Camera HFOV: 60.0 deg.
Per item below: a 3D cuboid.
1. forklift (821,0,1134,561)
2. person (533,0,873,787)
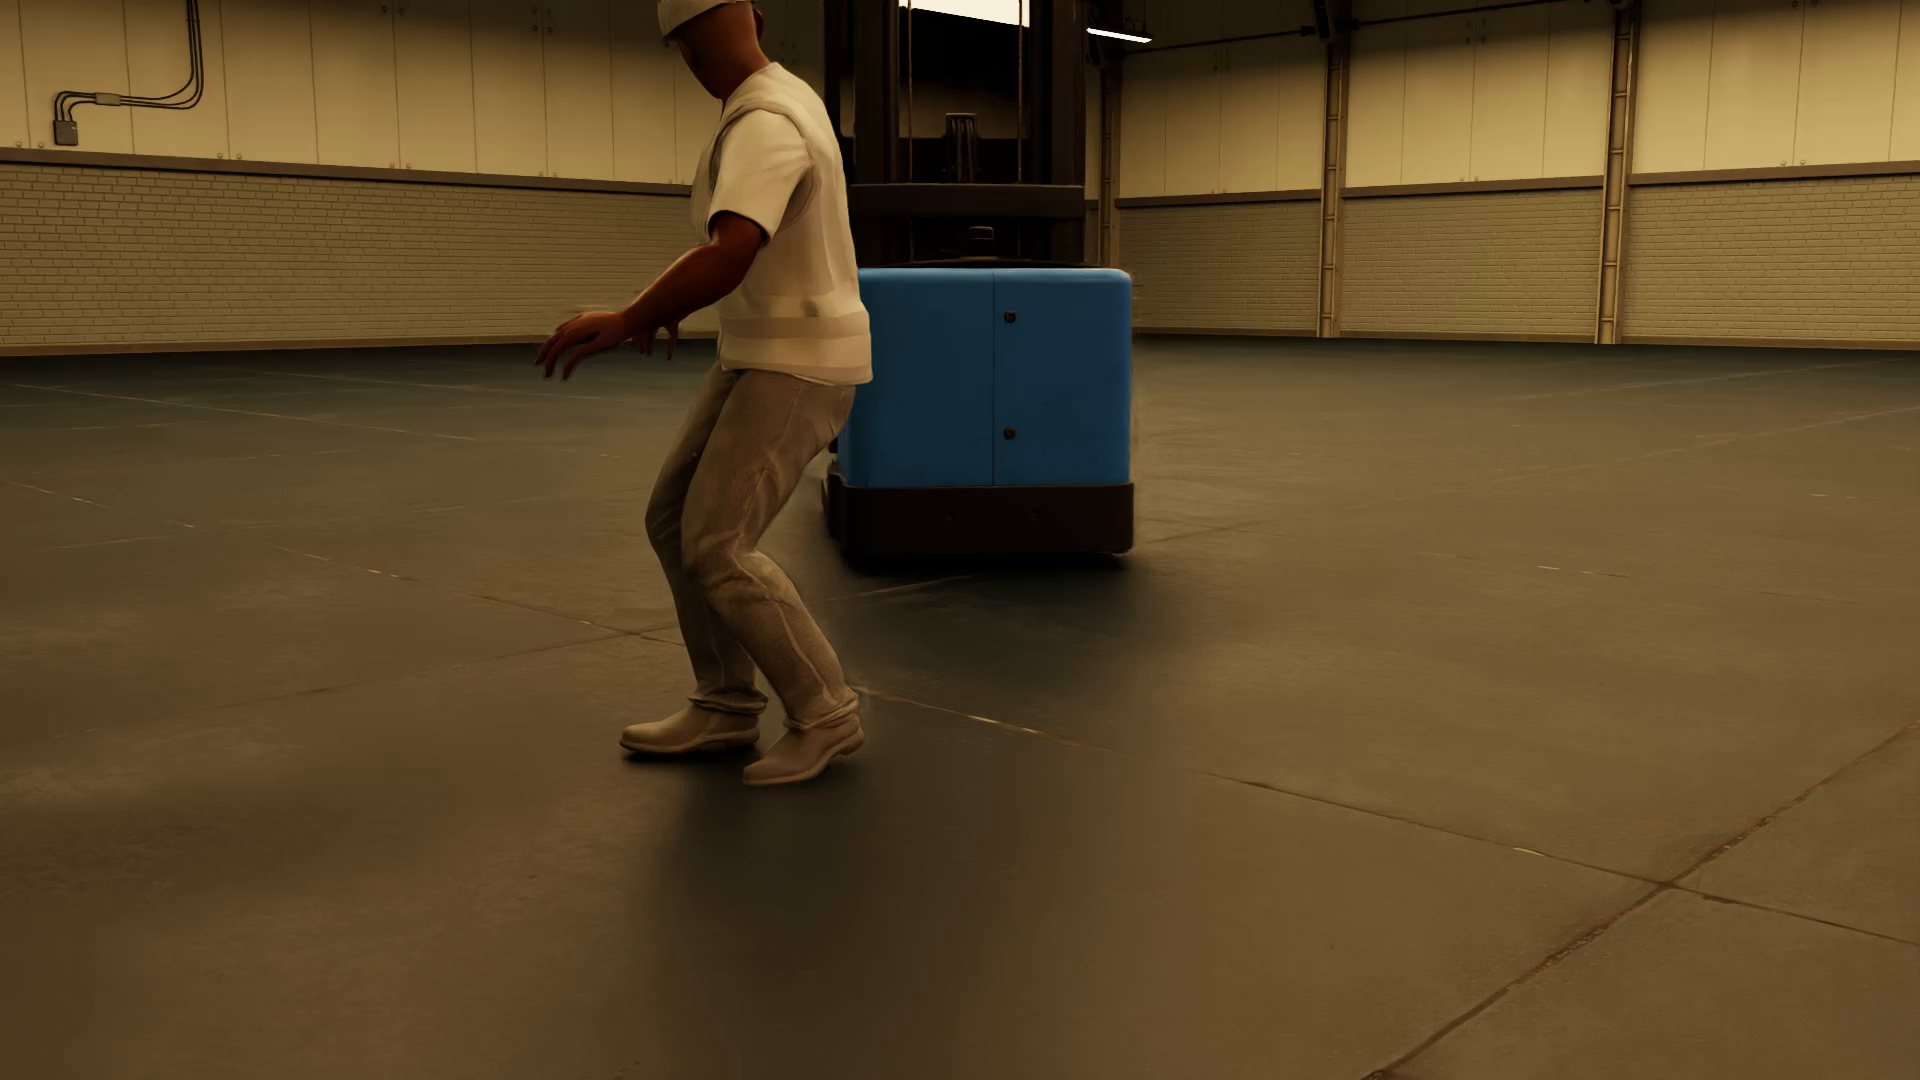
[{"bbox_3d":[-0.047,-1.554,7.195,1.130,2.935,3.031,-1,9,-6],"label":"forklift"},{"bbox_3d":[-0.536,-0.353,3.482,0.707,1.693,0.832,-2,9,-16],"label":"person"}]
